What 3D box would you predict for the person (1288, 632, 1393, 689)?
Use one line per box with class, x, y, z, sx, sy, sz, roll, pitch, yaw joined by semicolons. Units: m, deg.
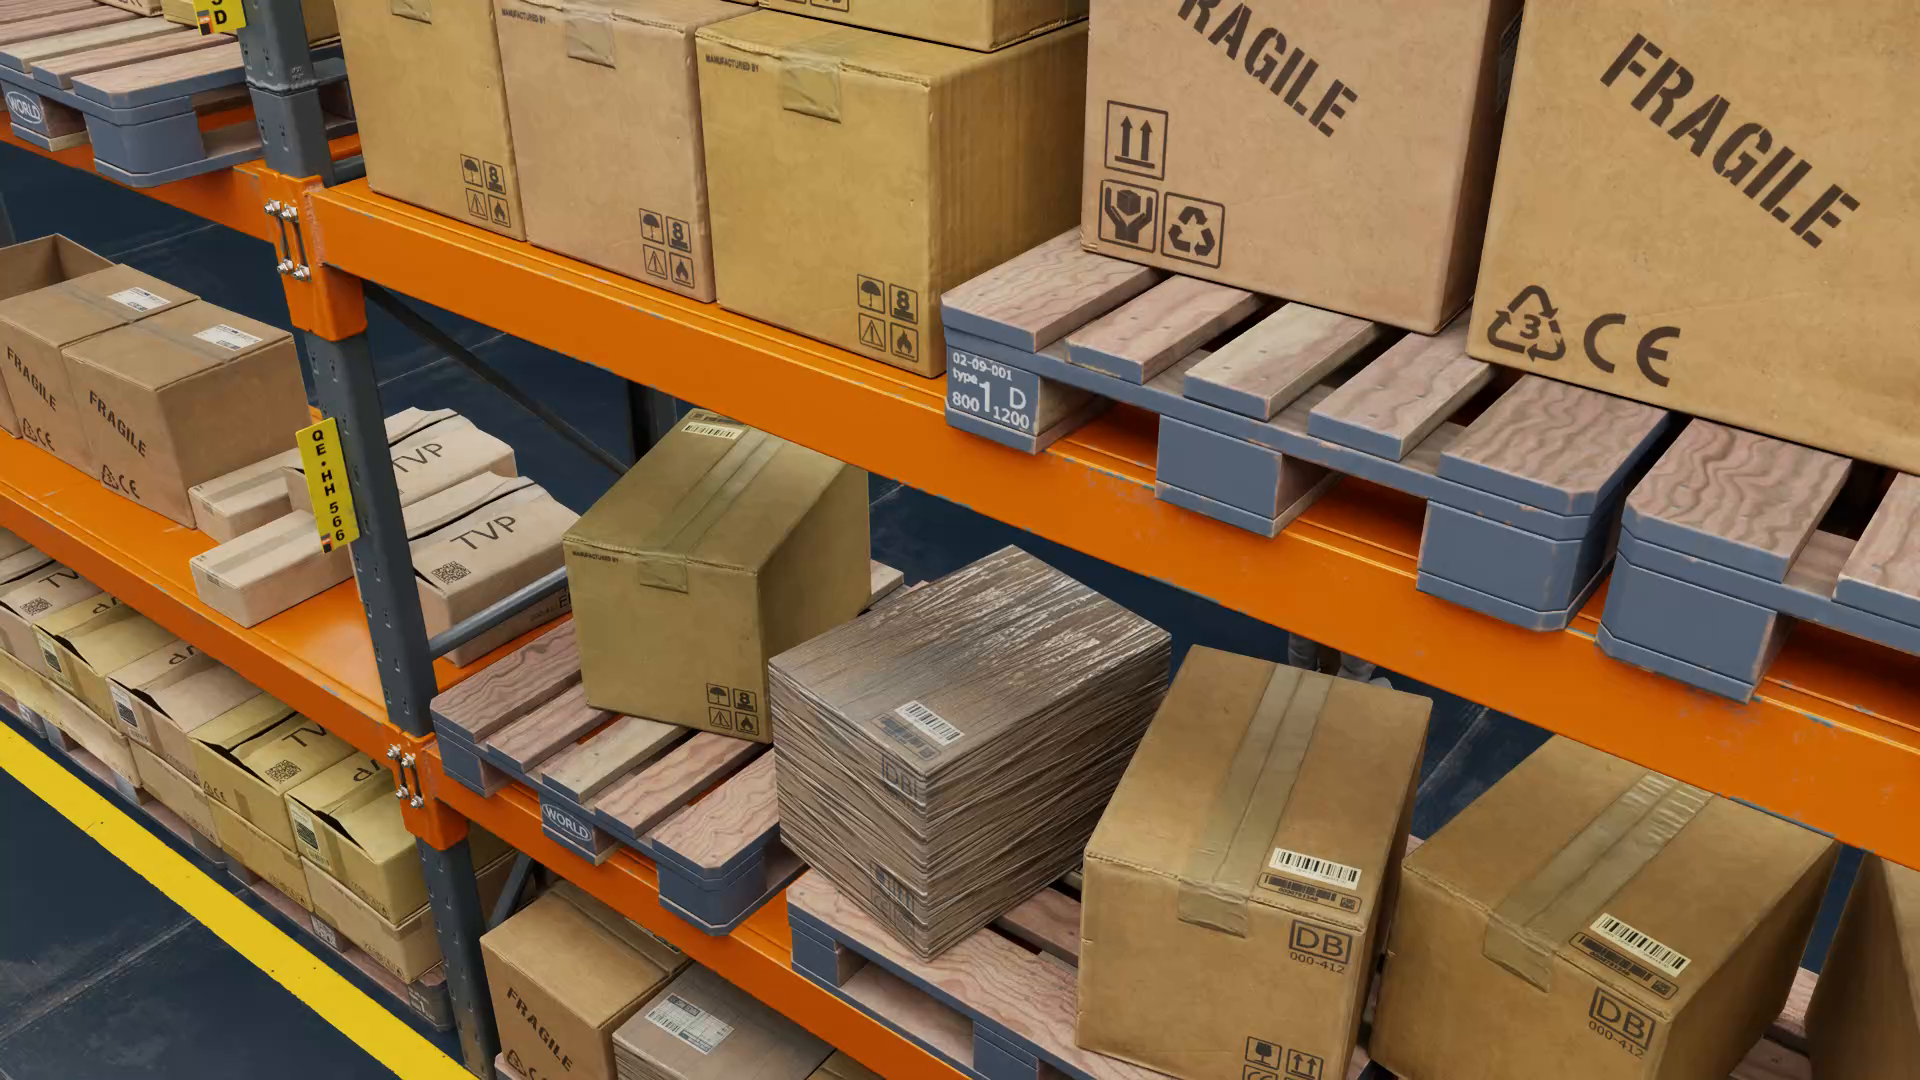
person;1.469;-0.110;6.318;0.513;1.657;0.416;21;37;31
